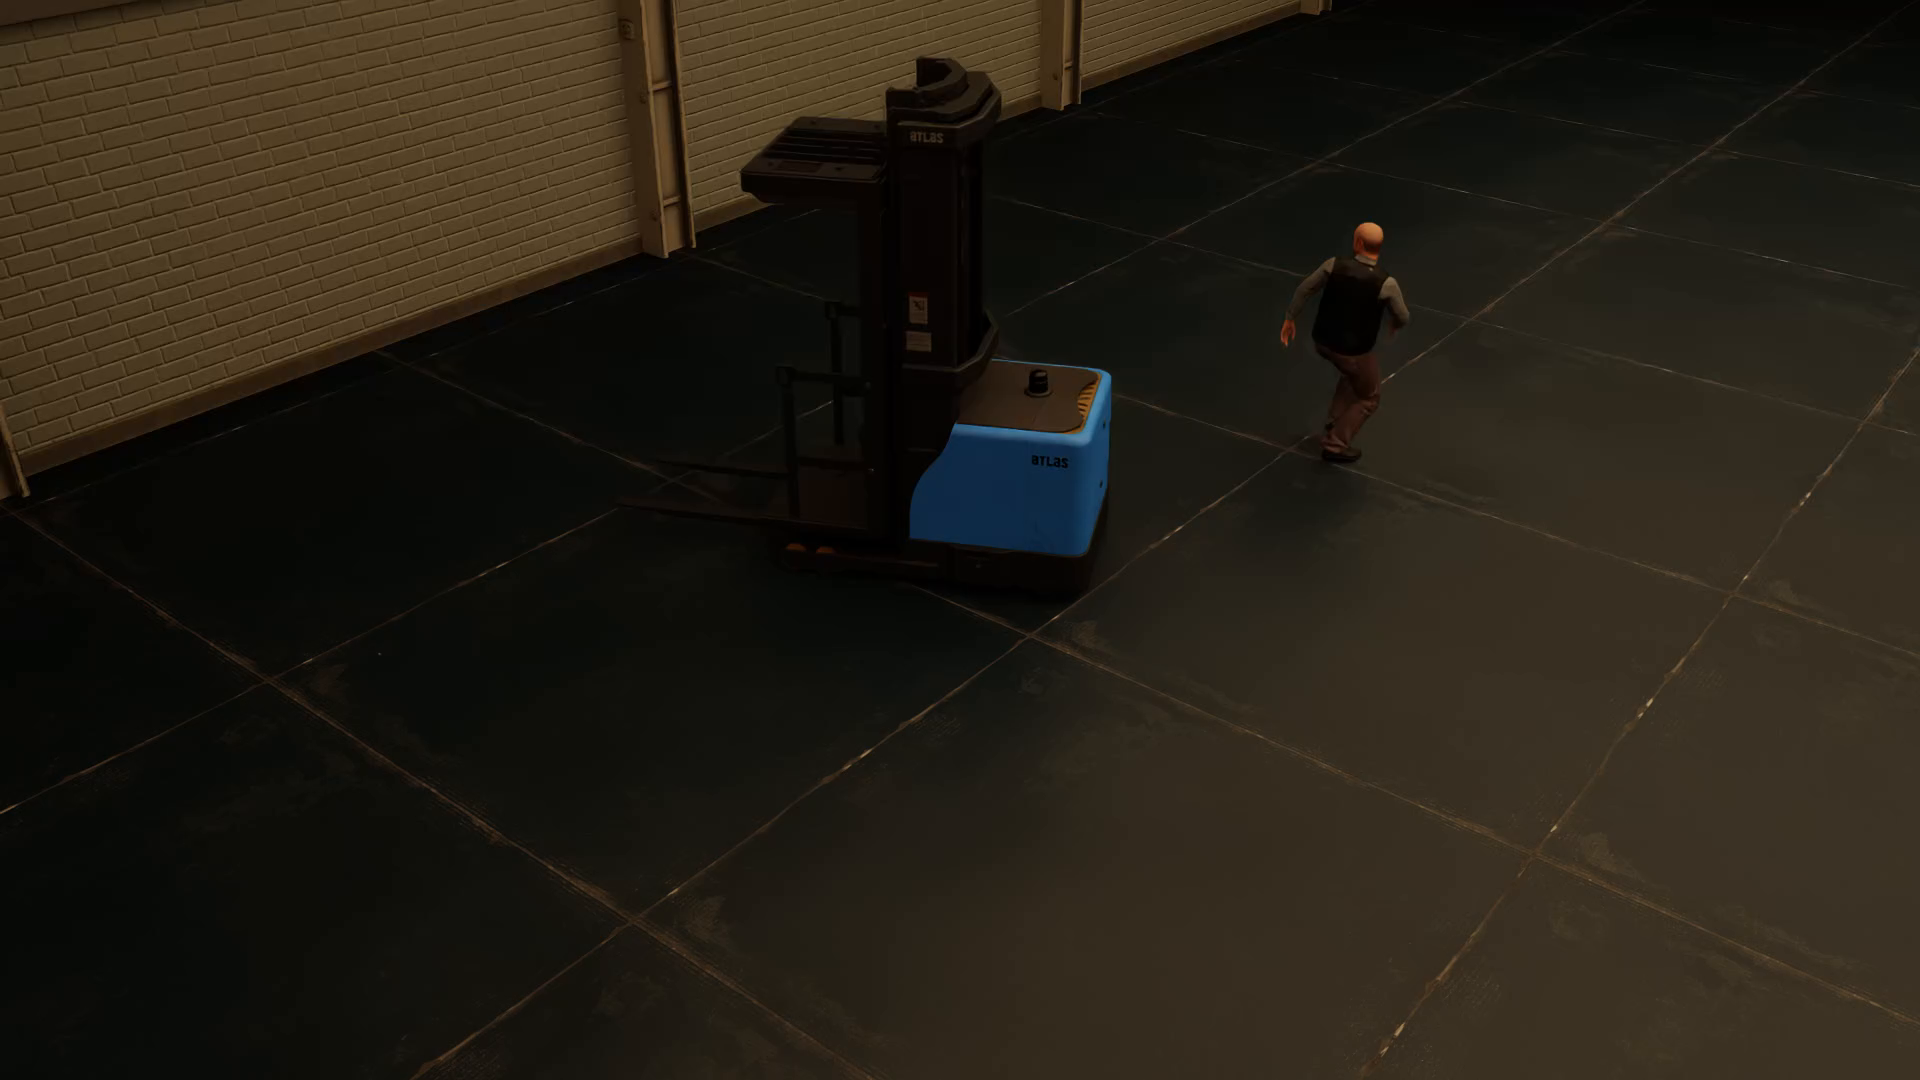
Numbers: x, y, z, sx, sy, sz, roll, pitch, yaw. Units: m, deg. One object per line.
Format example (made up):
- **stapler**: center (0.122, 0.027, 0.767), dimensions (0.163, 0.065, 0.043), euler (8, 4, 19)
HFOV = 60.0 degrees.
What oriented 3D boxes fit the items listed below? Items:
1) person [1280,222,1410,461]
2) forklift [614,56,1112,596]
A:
- **person**: center (2.611, -1.304, 11.139), dimensions (0.746, 1.700, 0.655), euler (-19, 35, -30)
- **forklift**: center (-0.631, -1.309, 9.835), dimensions (3.031, 2.935, 1.130), euler (6, 31, 11)
